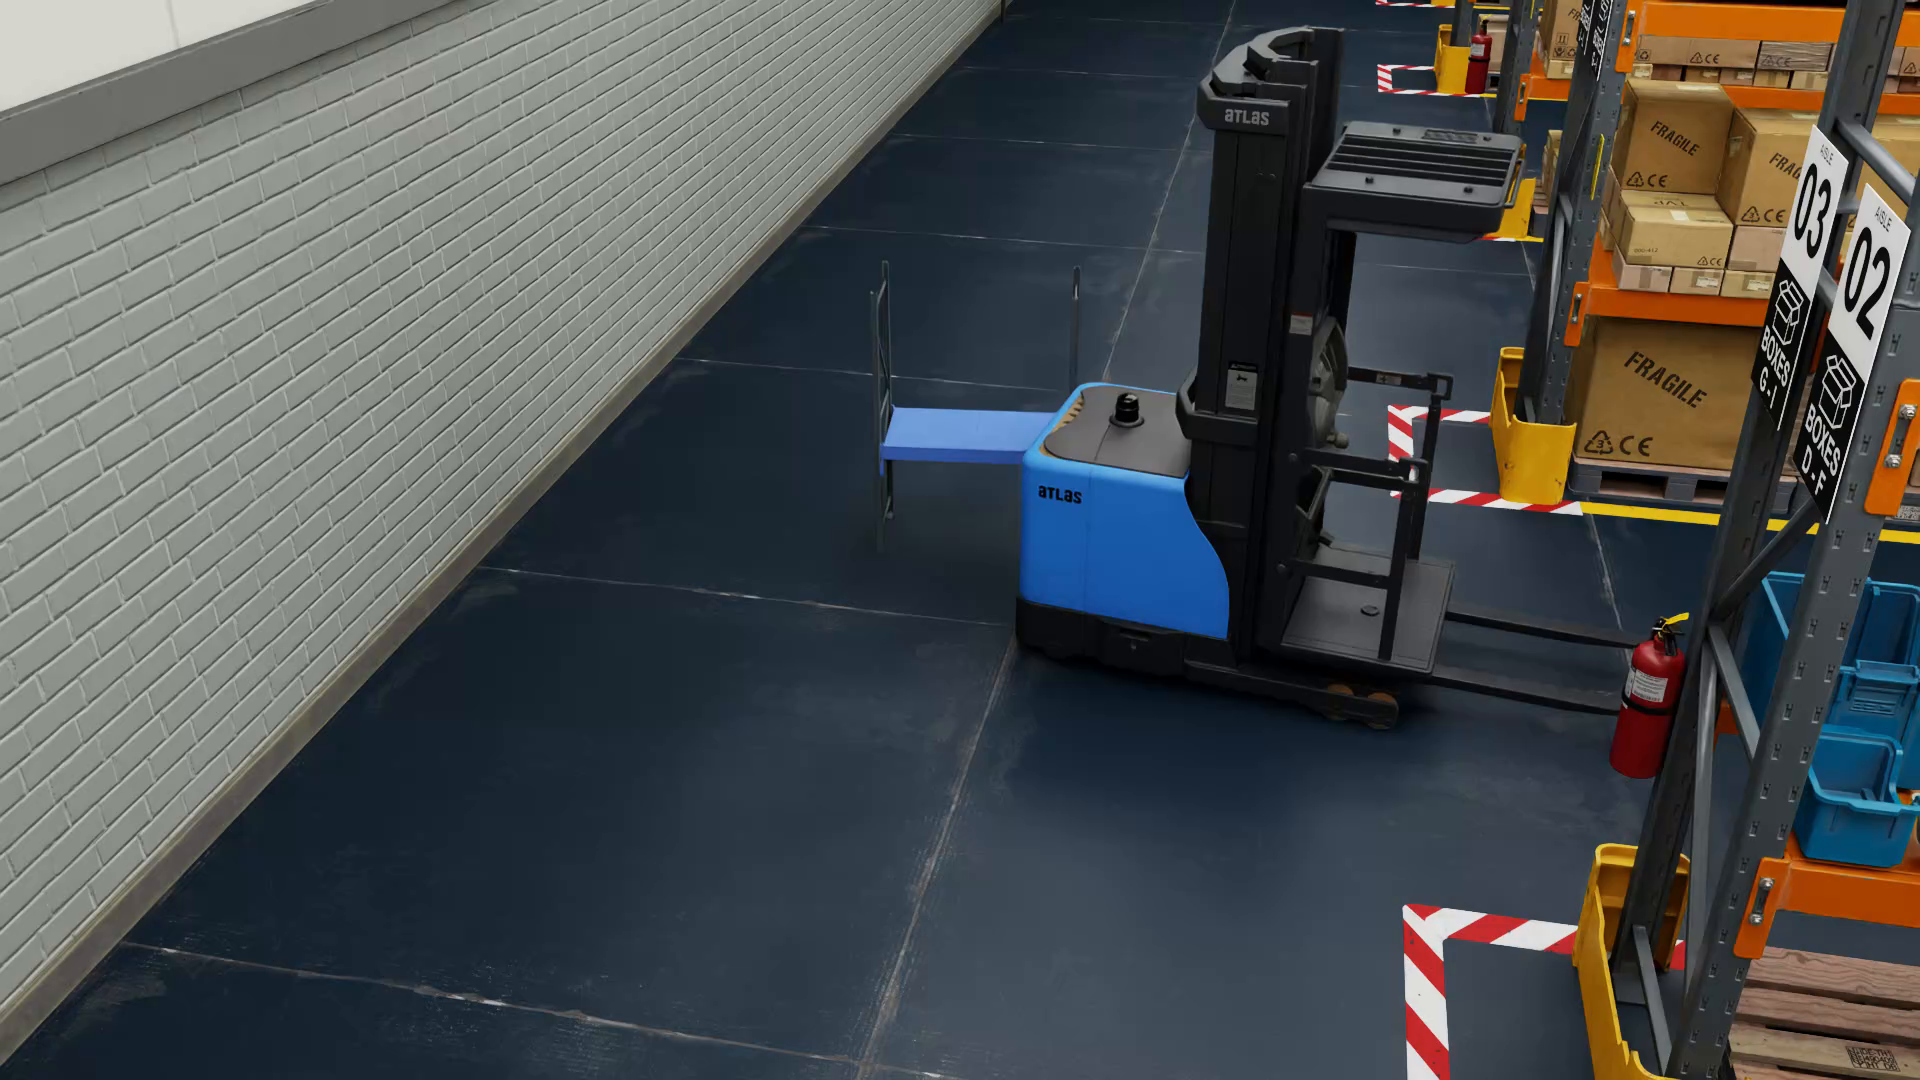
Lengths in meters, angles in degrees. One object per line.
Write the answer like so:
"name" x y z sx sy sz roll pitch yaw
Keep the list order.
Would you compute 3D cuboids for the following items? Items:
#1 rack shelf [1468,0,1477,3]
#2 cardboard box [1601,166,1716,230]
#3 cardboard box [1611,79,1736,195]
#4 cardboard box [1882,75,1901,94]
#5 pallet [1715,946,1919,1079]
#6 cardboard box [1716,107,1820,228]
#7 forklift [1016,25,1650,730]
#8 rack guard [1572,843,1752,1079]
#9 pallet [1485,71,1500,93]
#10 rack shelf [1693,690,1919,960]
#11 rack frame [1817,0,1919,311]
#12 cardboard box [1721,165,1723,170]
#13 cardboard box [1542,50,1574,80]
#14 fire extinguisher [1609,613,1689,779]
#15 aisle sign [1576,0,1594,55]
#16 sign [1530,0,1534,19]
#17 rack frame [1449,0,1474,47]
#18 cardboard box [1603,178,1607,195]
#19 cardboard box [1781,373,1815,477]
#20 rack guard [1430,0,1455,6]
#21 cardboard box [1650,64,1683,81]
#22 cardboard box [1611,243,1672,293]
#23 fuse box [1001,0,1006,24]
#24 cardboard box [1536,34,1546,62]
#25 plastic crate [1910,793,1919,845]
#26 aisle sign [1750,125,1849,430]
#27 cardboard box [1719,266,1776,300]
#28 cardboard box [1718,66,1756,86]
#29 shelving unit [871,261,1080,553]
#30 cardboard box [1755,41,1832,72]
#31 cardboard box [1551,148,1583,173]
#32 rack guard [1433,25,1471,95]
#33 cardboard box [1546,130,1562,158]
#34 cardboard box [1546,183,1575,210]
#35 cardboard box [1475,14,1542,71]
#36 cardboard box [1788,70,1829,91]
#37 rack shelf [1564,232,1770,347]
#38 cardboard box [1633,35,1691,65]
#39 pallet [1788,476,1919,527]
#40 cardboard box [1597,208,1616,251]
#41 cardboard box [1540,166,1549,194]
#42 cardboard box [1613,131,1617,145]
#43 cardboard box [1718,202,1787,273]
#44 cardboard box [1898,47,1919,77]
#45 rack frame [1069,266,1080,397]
"rack shelf" 7.482 -5.935 17.717 4.000 0.370 1.077 6 29 11
"cardboard box" 3.986 -1.938 9.513 0.500 0.250 0.500 5 29 10
"cardboard box" 3.988 -2.265 9.330 0.500 0.500 0.500 6 29 11
"cardboard box" 7.133 -3.604 12.971 0.250 0.149 0.380 5 29 8
"pallet" 3.221 1.853 5.646 1.213 0.211 1.003 6 29 11
"cardboard box" 4.359 -1.966 8.783 0.500 0.500 0.500 5 29 9
"forklift" 1.847 -0.702 7.480 3.031 2.935 1.130 10 30 18
"rack guard" 2.396 1.629 5.754 0.348 0.500 1.175 6 29 11
"pallet" 6.325 -5.185 18.501 1.213 0.211 1.003 6 29 11
"rack shelf" 4.378 1.045 4.967 4.000 0.370 1.077 6 29 11
"rack frame" 2.422 -2.103 3.720 0.127 3.000 1.000 6 29 11
"cardboard box" 6.076 -3.024 13.562 0.250 0.149 0.380 7 29 13
"cardboard box" 4.840 -3.820 13.365 0.250 0.149 0.380 6 29 10
"fire extinguisher" 2.370 0.498 5.686 0.183 0.674 0.296 6 29 11
"aisle sign" 3.449 -3.086 9.056 0.004 0.787 0.394 6 29 11
"sign" 4.478 -4.241 12.972 0.005 0.325 0.100 6 29 11
"rack frame" 5.526 -6.451 17.910 0.127 3.000 1.000 6 29 11
"cardboard box" 5.306 -2.954 13.743 0.250 0.149 0.380 6 29 10
"cardboard box" 4.989 -0.932 9.603 0.875 0.875 0.875 6 29 11
"rack guard" 6.633 -7.679 22.755 0.348 0.500 1.175 6 29 11
"cardboard box" 5.631 -3.800 13.329 0.250 0.149 0.380 7 30 13
"cardboard box" 3.735 -1.497 9.122 0.250 0.149 0.380 6 29 11
"fuse box" 0.588 -7.413 21.008 0.414 1.711 0.539 6 29 11
"cardboard box" 4.969 -4.106 13.889 0.250 0.149 0.380 6 29 11
"plastic crate" 2.892 0.869 4.752 0.298 0.136 0.250 6 29 11
"aisle sign" 2.413 -0.756 4.801 0.004 0.787 0.394 6 29 11
"cardboard box" 4.237 -1.446 9.029 0.250 0.149 0.380 5 29 9
"cardboard box" 6.127 -3.723 13.189 0.250 0.149 0.380 5 29 10
"shelving unit" 0.090 -0.686 8.942 1.048 1.500 0.538 2 29 4
"cardboard box" 6.478 -3.971 12.966 0.500 0.500 0.500 5 29 9
"cardboard box" 5.033 -3.099 13.699 0.250 0.149 0.380 5 29 8
"rack guard" 5.503 -5.357 18.515 0.348 0.500 1.175 6 29 11
"cardboard box" 5.162 -3.377 14.207 0.250 0.149 0.380 6 29 11
"cardboard box" 5.037 -2.847 13.859 0.250 0.149 0.380 6 29 12
"cardboard box" 6.193 -5.492 18.390 0.875 0.438 0.875 5 29 9
"cardboard box" 6.631 -3.647 13.049 0.250 0.149 0.380 6 29 12
"rack shelf" 5.413 -1.281 9.216 4.000 0.370 1.077 6 29 11
"cardboard box" 5.501 -4.074 13.155 0.500 0.500 0.500 6 29 11
"pallet" 5.445 -0.407 9.774 1.213 0.211 1.003 6 29 11
"cardboard box" 3.874 -1.806 9.687 0.250 0.149 0.380 6 29 12
"cardboard box" 5.150 -3.095 14.312 0.250 0.149 0.380 6 29 11
"cardboard box" 5.676 -3.359 14.173 0.250 0.149 0.380 5 29 9
"cardboard box" 4.380 -1.638 8.965 0.500 0.250 0.500 6 29 10
"cardboard box" 7.464 -3.858 12.760 0.500 0.500 0.500 5 29 9
"rack frame" 0.597 -0.666 8.905 0.032 1.500 0.500 2 29 4
